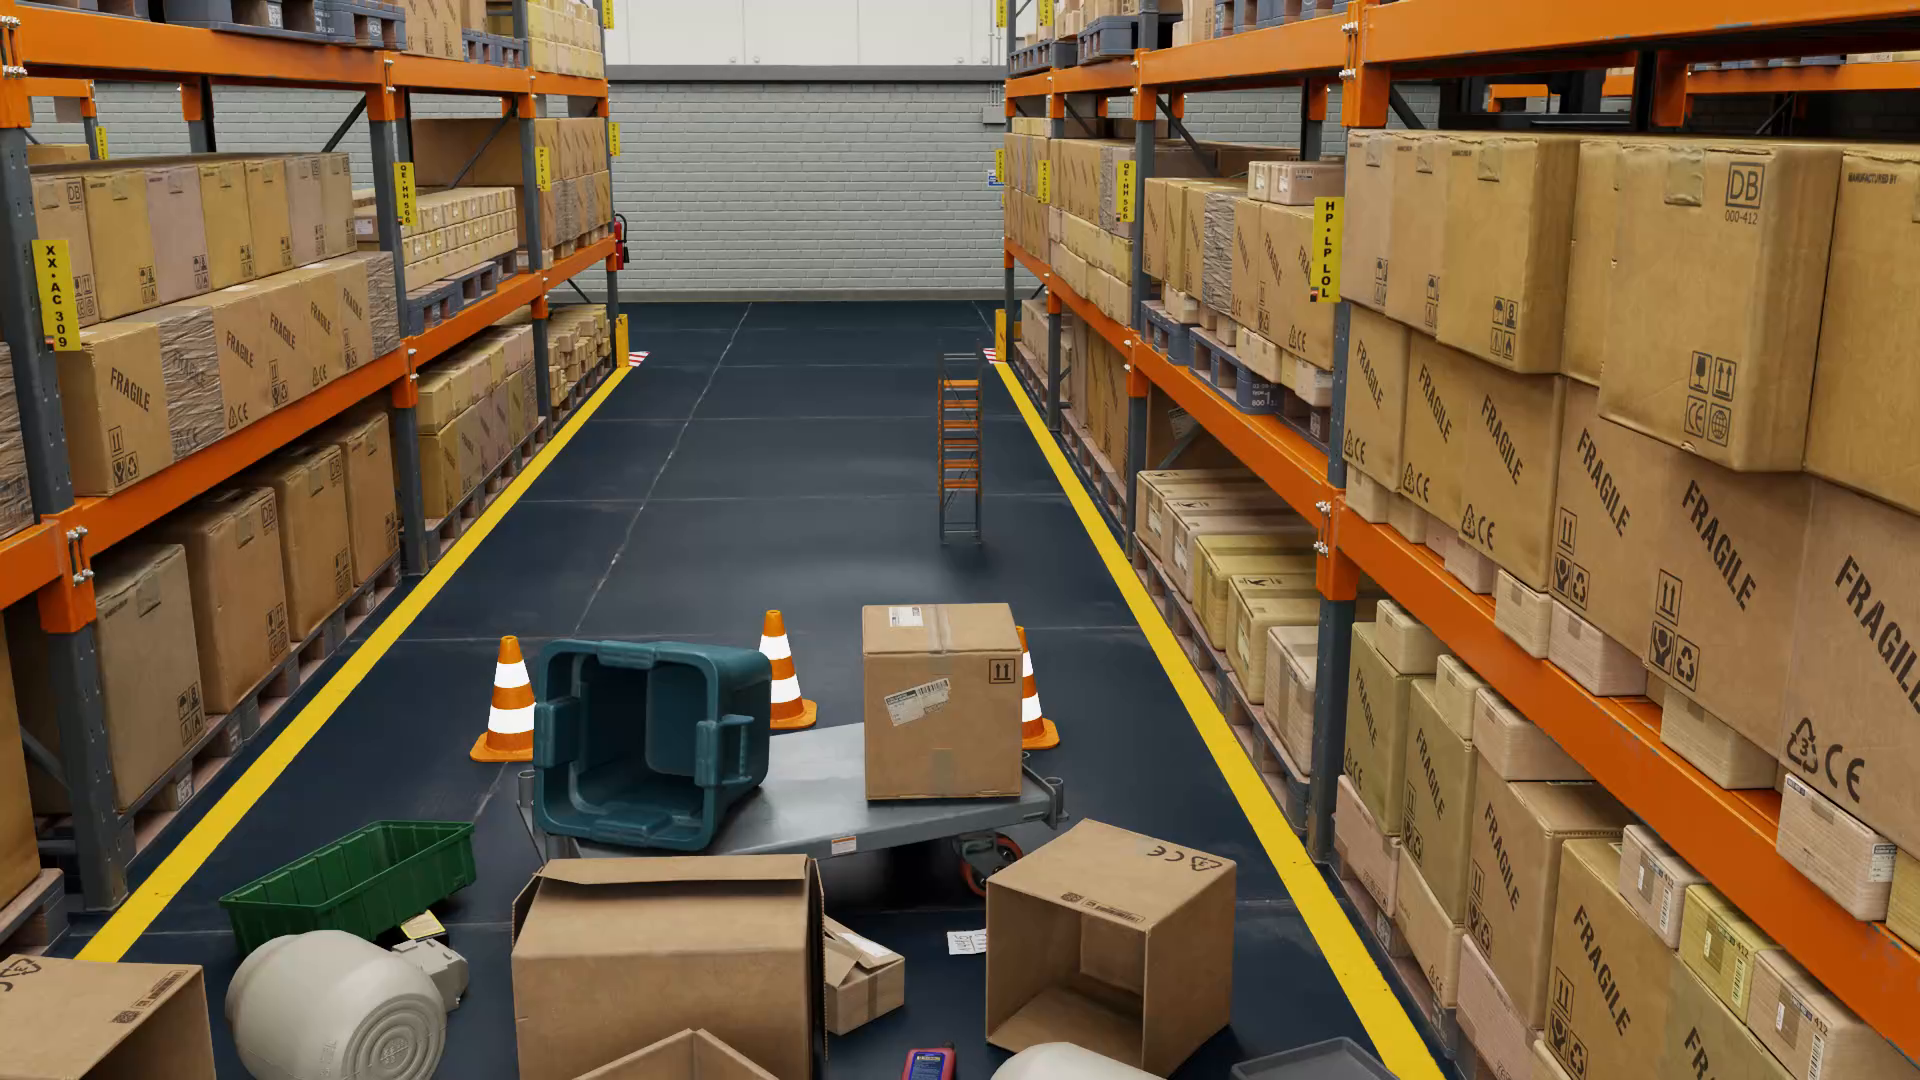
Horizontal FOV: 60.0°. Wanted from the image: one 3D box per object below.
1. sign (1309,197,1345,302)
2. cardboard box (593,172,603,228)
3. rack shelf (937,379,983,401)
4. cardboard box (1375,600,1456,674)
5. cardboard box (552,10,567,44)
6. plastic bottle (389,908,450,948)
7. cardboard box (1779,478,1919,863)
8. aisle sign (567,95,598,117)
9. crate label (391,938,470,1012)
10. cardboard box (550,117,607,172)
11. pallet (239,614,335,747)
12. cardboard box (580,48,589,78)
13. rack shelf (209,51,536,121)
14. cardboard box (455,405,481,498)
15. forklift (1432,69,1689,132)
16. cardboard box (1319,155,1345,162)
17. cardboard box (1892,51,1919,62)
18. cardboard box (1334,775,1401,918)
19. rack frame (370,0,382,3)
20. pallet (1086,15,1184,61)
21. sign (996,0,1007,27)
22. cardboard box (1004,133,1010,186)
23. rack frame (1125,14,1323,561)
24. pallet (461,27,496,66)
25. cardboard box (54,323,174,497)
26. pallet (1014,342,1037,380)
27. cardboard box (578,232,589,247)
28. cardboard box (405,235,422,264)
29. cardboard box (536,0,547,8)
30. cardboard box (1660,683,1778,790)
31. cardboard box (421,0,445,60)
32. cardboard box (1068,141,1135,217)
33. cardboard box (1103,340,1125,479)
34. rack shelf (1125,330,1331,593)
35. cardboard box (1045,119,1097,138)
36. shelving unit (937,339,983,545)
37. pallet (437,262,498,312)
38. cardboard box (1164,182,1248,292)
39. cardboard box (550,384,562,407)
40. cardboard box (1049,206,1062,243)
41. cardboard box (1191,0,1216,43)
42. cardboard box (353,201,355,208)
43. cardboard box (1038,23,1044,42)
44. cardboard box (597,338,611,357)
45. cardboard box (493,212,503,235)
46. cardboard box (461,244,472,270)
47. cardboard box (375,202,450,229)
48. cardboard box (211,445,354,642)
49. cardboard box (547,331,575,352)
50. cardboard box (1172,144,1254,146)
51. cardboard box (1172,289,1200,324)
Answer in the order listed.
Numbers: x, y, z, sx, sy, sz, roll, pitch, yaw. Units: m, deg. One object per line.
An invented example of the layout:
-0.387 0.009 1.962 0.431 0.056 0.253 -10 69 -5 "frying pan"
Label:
1.155 -0.909 5.217 0.100 0.325 0.005 -1 14 -3 "sign"
-3.658 -3.197 15.636 0.500 0.500 0.500 -1 14 -4 "cardboard box"
0.001 -0.883 9.784 0.258 0.103 0.180 -1 14 -3 "rack shelf"
1.423 0.276 4.803 0.380 0.149 0.250 -1 14 -3 "cardboard box"
-3.555 -4.241 13.767 0.500 0.250 0.500 -1 14 -2 "cardboard box"
-1.703 1.212 5.193 0.133 0.061 0.283 -9 17 -32 "plastic bottle"
1.621 0.189 2.474 0.500 0.500 0.500 -1 14 -3 "cardboard box"
-3.675 -4.523 16.367 0.394 0.787 0.004 -1 14 -3 "aisle sign"
-1.585 1.272 4.810 0.298 0.136 0.250 -13 20 -42 "crate label"
-3.693 -3.808 16.001 0.500 0.500 0.500 -1 14 -5 "cardboard box"
-3.428 0.599 7.274 1.003 0.211 1.213 -1 14 -3 "pallet"
-3.621 -4.261 14.850 0.500 0.250 0.500 0 14 -1 "cardboard box"
-3.598 -2.853 10.518 1.077 0.370 4.000 -1 14 -3 "rack shelf"
-3.298 -0.549 10.313 0.500 0.500 0.500 -1 14 -3 "cardboard box"
3.343 -1.394 9.564 1.130 2.935 3.031 -1 14 -5 "forklift"
1.843 -1.660 7.517 0.380 0.149 0.250 -2 15 -6 "cardboard box"
6.108 -3.059 10.178 0.500 0.250 0.500 -1 14 -3 "cardboard box"
1.475 0.921 5.101 0.500 0.250 0.500 -2 15 -6 "cardboard box"
-3.474 -4.157 8.122 1.000 3.000 0.127 -1 14 -3 "rack frame"
1.368 -2.873 9.533 1.213 0.211 1.003 0 14 -1 "pallet"
0.411 -5.250 16.477 0.100 0.325 0.005 -1 14 -3 "sign"
0.710 -3.751 16.379 0.500 0.500 0.500 -1 14 -5 "cardboard box"
1.460 -1.353 9.264 1.000 3.000 0.127 -1 14 -3 "rack frame"
-3.722 -3.195 10.780 1.213 0.211 1.003 -1 14 -3 "pallet"
-2.990 -0.440 5.515 0.500 0.500 0.500 -1 14 -3 "cardboard box"
1.092 -1.794 16.576 1.003 0.211 1.213 -1 14 -3 "pallet"
-3.633 -2.789 15.349 0.380 0.149 0.250 -2 15 -6 "cardboard box"
-3.322 -1.668 9.553 0.380 0.149 0.250 0 14 -1 "cardboard box"
-3.524 -4.332 13.323 0.380 0.149 0.250 -1 14 -5 "cardboard box"
1.570 0.352 3.143 0.380 0.149 0.250 -1 14 -4 "cardboard box"
-3.282 -3.023 9.534 0.500 0.500 0.500 -1 14 -3 "cardboard box"
1.041 -2.515 11.576 0.500 0.500 0.500 -1 14 -5 "cardboard box"
1.449 -0.922 11.012 0.875 0.875 0.875 -1 14 -3 "cardboard box"
1.584 -0.507 7.421 1.077 0.370 4.000 -1 14 -3 "rack shelf"
0.876 -3.266 13.191 0.380 0.149 0.250 -1 14 -5 "cardboard box"
0.001 -0.577 9.863 0.258 1.200 0.189 -1 14 -3 "shelving unit"
-3.637 -1.650 10.804 1.003 0.211 1.213 -1 14 -3 "pallet"
1.297 -1.504 8.210 0.500 0.500 0.500 0 14 -1 "cardboard box"
-3.424 -1.164 13.410 0.380 0.149 0.250 -2 15 -6 "cardboard box"
0.958 -2.403 12.645 0.500 0.250 0.500 -1 14 -5 "cardboard box"
1.509 -2.618 7.961 0.700 0.500 0.500 -1 14 -3 "cardboard box"
-4.040 -2.057 10.470 0.380 0.149 0.250 0 14 -1 "cardboard box"
0.837 -4.150 13.577 0.380 0.149 0.250 -1 14 -2 "cardboard box"
-3.612 -1.873 16.166 0.380 0.149 0.250 0 14 -2 "cardboard box"
-3.470 -2.249 11.810 0.380 0.149 0.250 0 14 -1 "cardboard box"
-3.399 -1.842 10.826 0.380 0.149 0.250 -1 14 -5 "cardboard box"
-3.374 -2.000 10.247 0.380 0.149 0.250 0 14 -1 "cardboard box"
-3.468 0.005 7.659 1.050 0.750 0.750 -1 14 -3 "cardboard box"
-3.532 -1.706 14.323 0.380 0.149 0.250 -1 14 -2 "cardboard box"
1.617 -2.264 10.598 0.500 0.500 0.500 0 14 -2 "cardboard box"
1.246 -1.142 8.108 0.380 0.149 0.250 -1 14 -3 "cardboard box"
